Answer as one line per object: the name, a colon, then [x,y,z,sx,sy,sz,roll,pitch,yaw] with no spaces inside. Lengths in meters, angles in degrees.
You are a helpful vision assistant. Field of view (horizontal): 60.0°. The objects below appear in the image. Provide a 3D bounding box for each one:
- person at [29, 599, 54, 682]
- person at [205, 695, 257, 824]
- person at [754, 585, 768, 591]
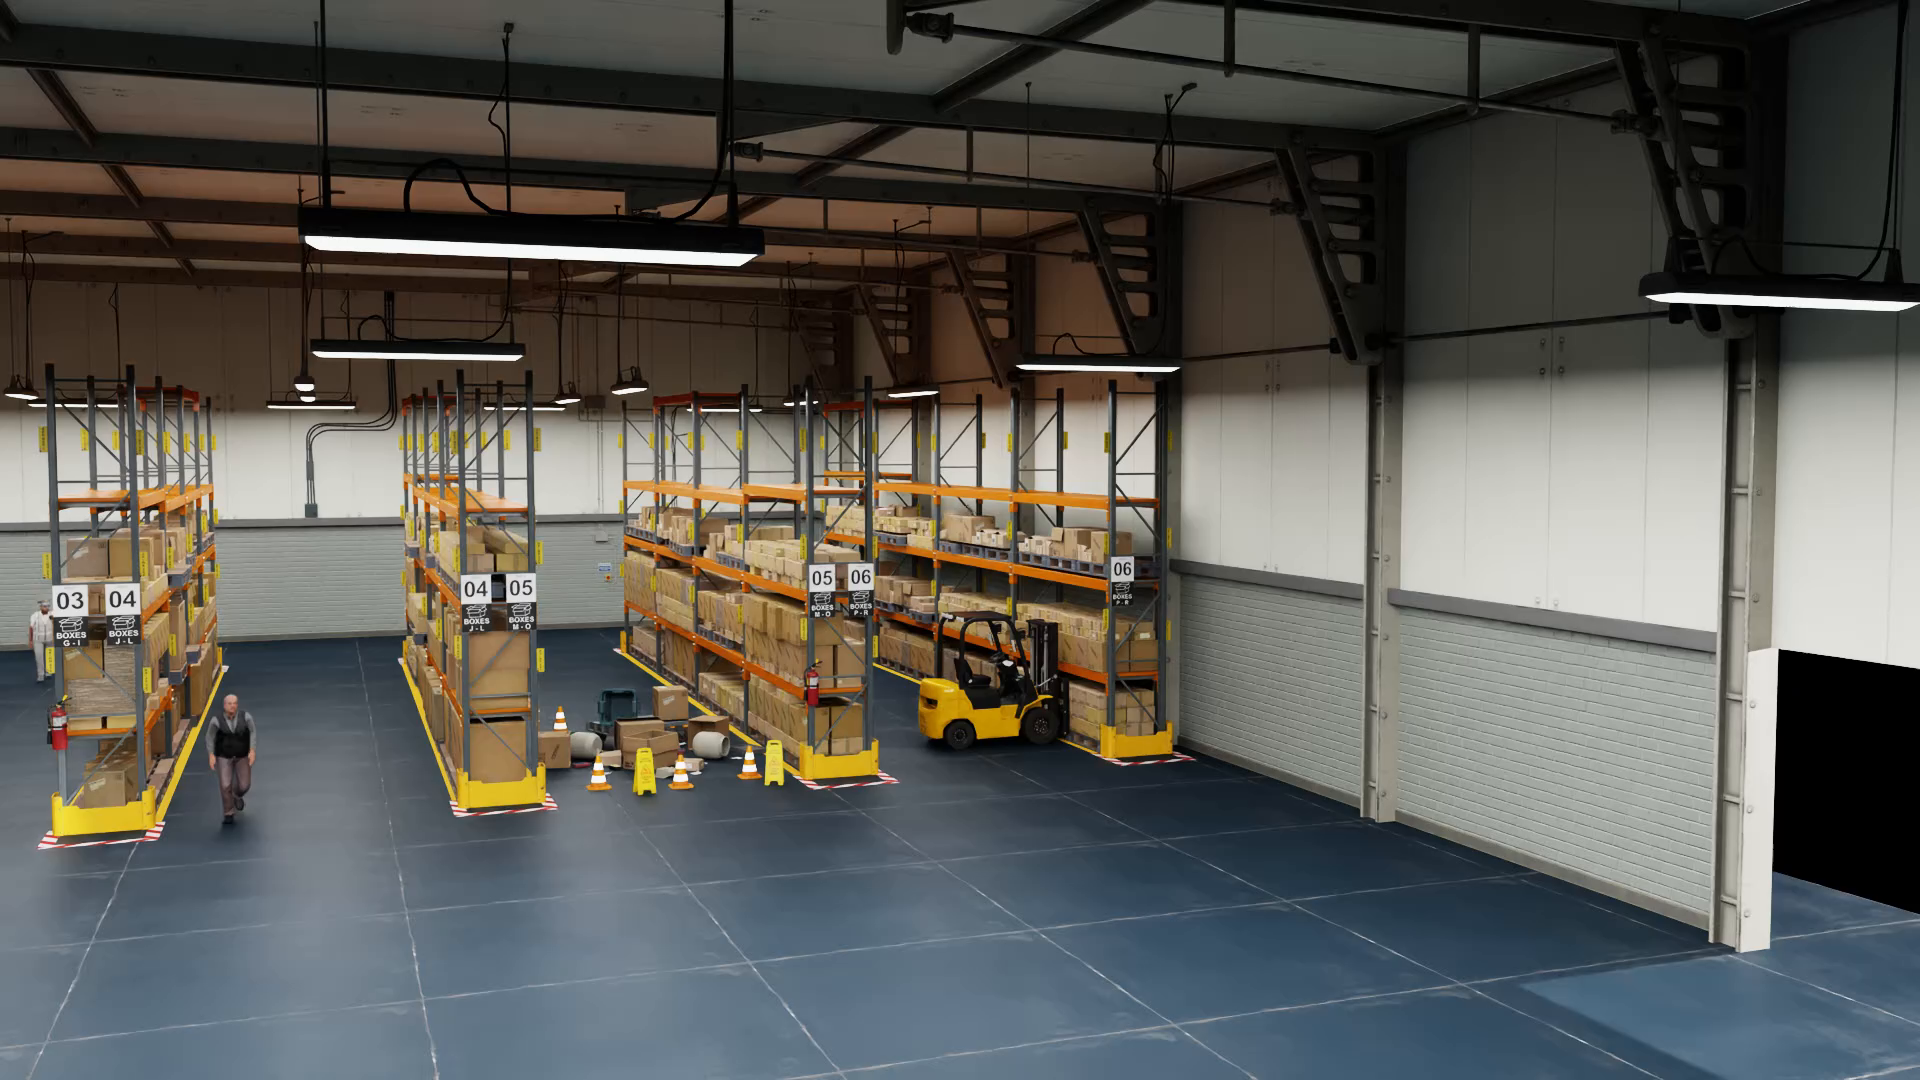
person: [-19.249,2.088,34.982,0.591,1.702,1.102,-2,4,-32]
person: [-9.665,2.873,22.058,0.627,1.690,0.674,-2,4,-28]
person: [-5.249,1.652,43.940,0.410,1.560,0.923,3,4,41]
